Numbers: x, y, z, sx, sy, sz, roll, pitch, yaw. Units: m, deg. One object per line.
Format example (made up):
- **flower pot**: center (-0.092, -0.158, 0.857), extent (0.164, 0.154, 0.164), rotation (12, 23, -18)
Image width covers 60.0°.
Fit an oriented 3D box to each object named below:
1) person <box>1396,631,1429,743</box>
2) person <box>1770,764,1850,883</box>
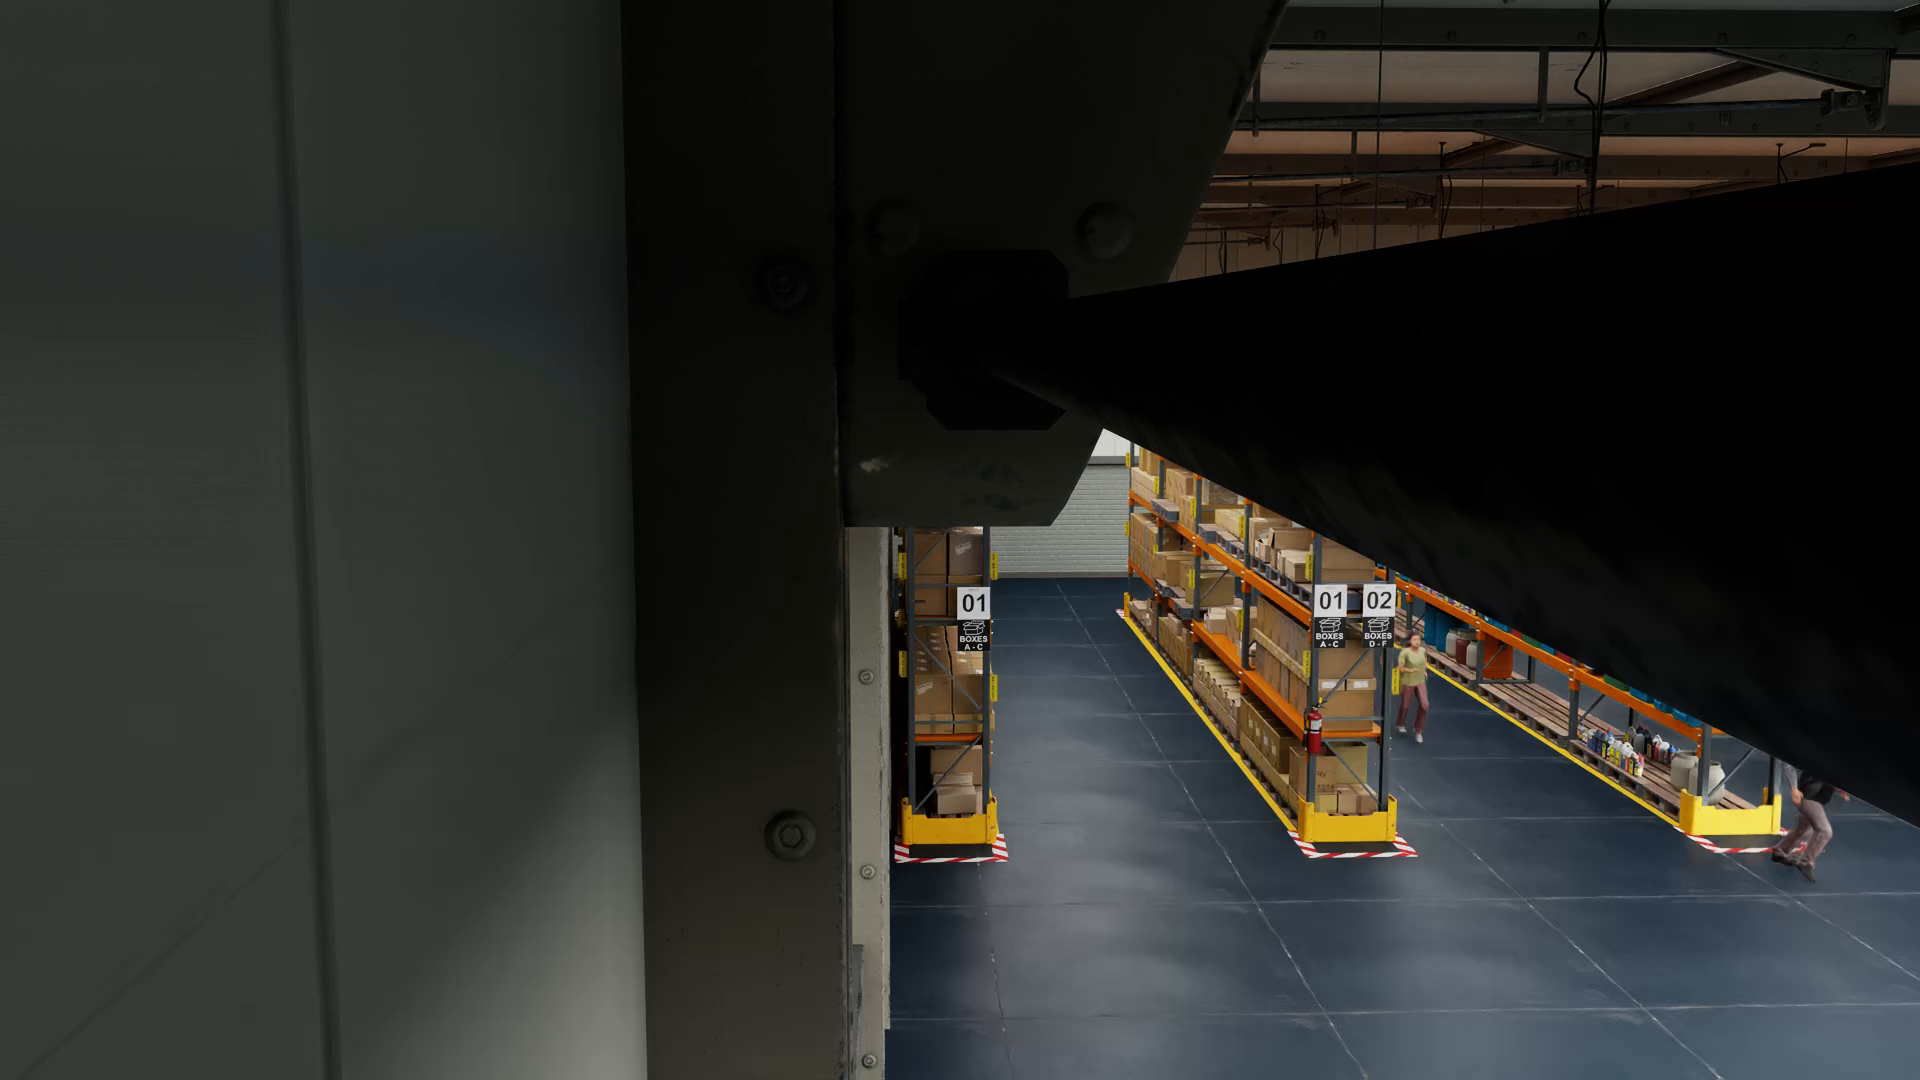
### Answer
- **person**: center (6.957, 2.240, 25.545), extent (0.562, 1.713, 0.801), rotation (-1, 7, -8)
- **person**: center (9.819, 3.024, 19.232), extent (0.791, 1.668, 0.783), rotation (-6, 9, -39)
